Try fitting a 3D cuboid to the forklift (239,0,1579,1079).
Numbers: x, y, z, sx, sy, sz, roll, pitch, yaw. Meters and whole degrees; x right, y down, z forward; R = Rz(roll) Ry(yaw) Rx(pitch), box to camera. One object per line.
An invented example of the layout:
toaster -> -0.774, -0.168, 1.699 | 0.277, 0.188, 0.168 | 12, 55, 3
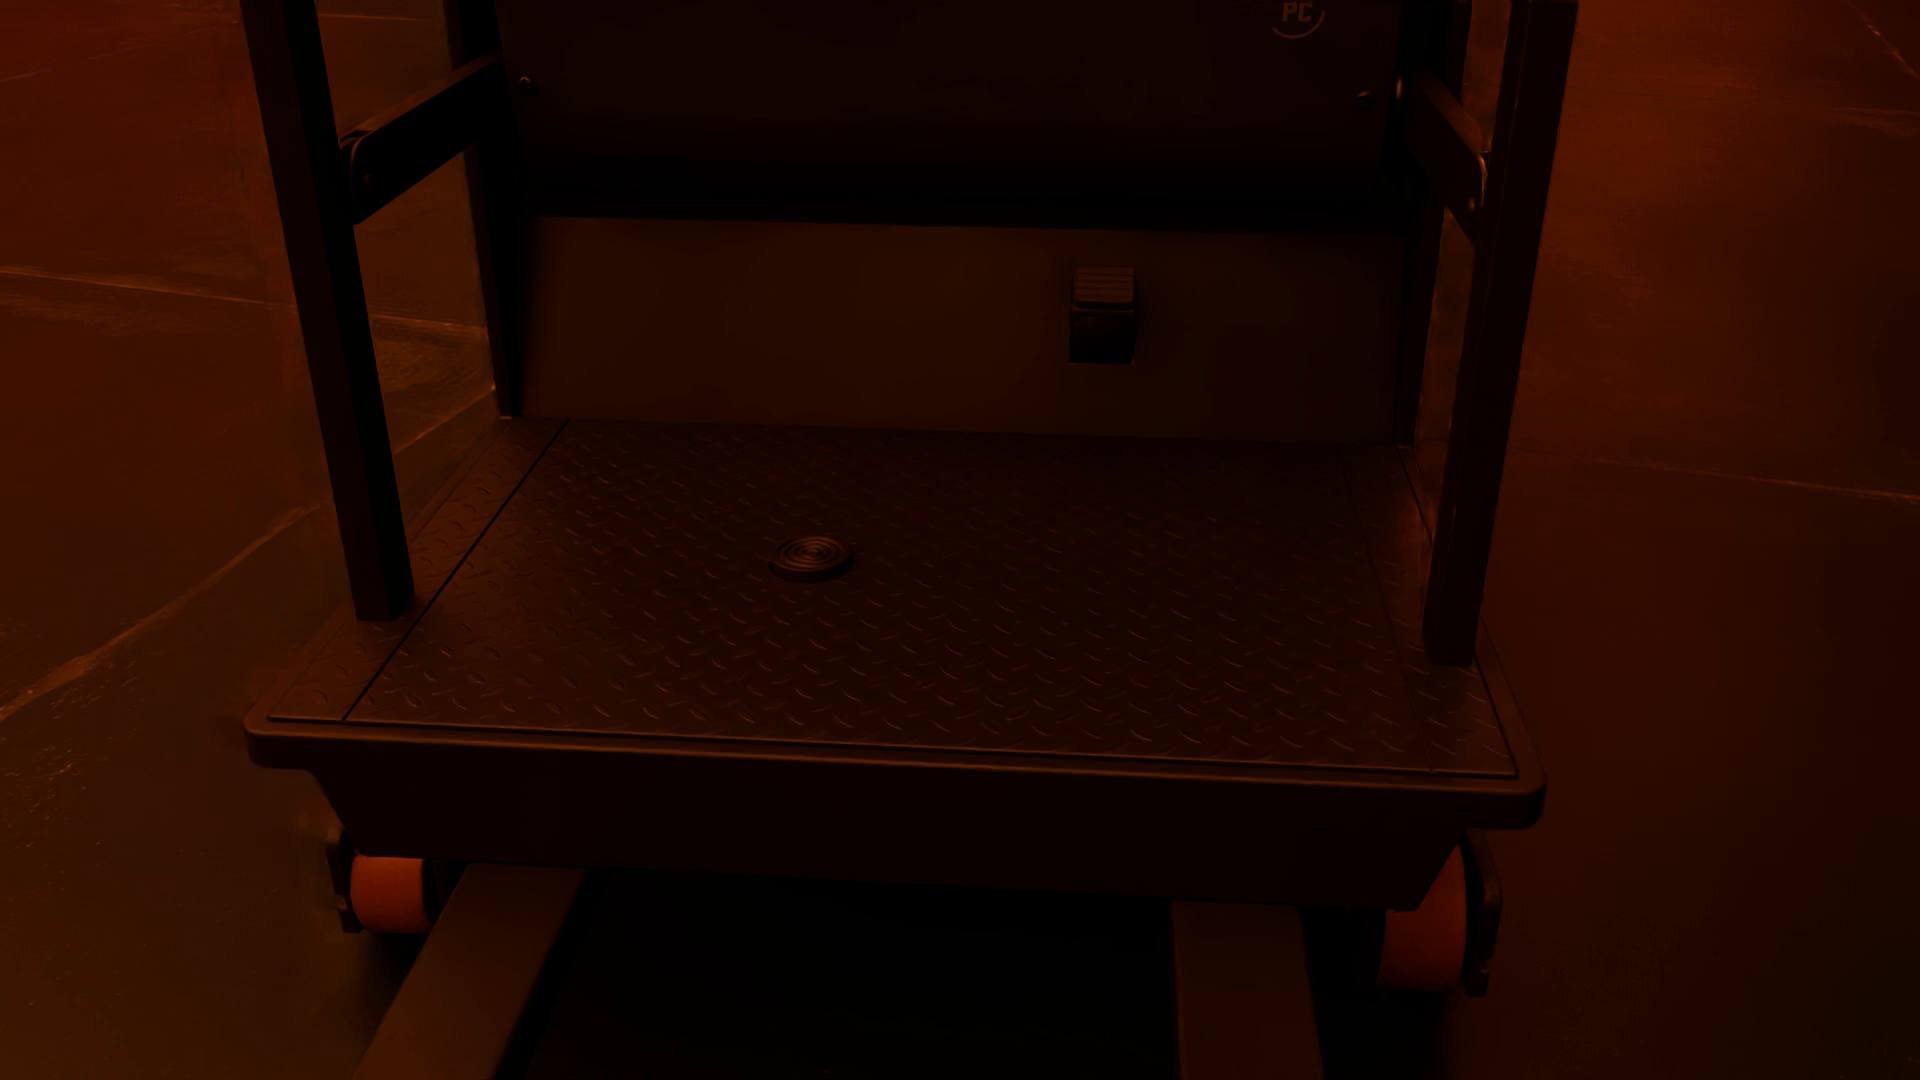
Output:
forklift -> -0.032, -1.022, 1.277 | 1.130, 2.935, 3.031 | 2, 27, 4
